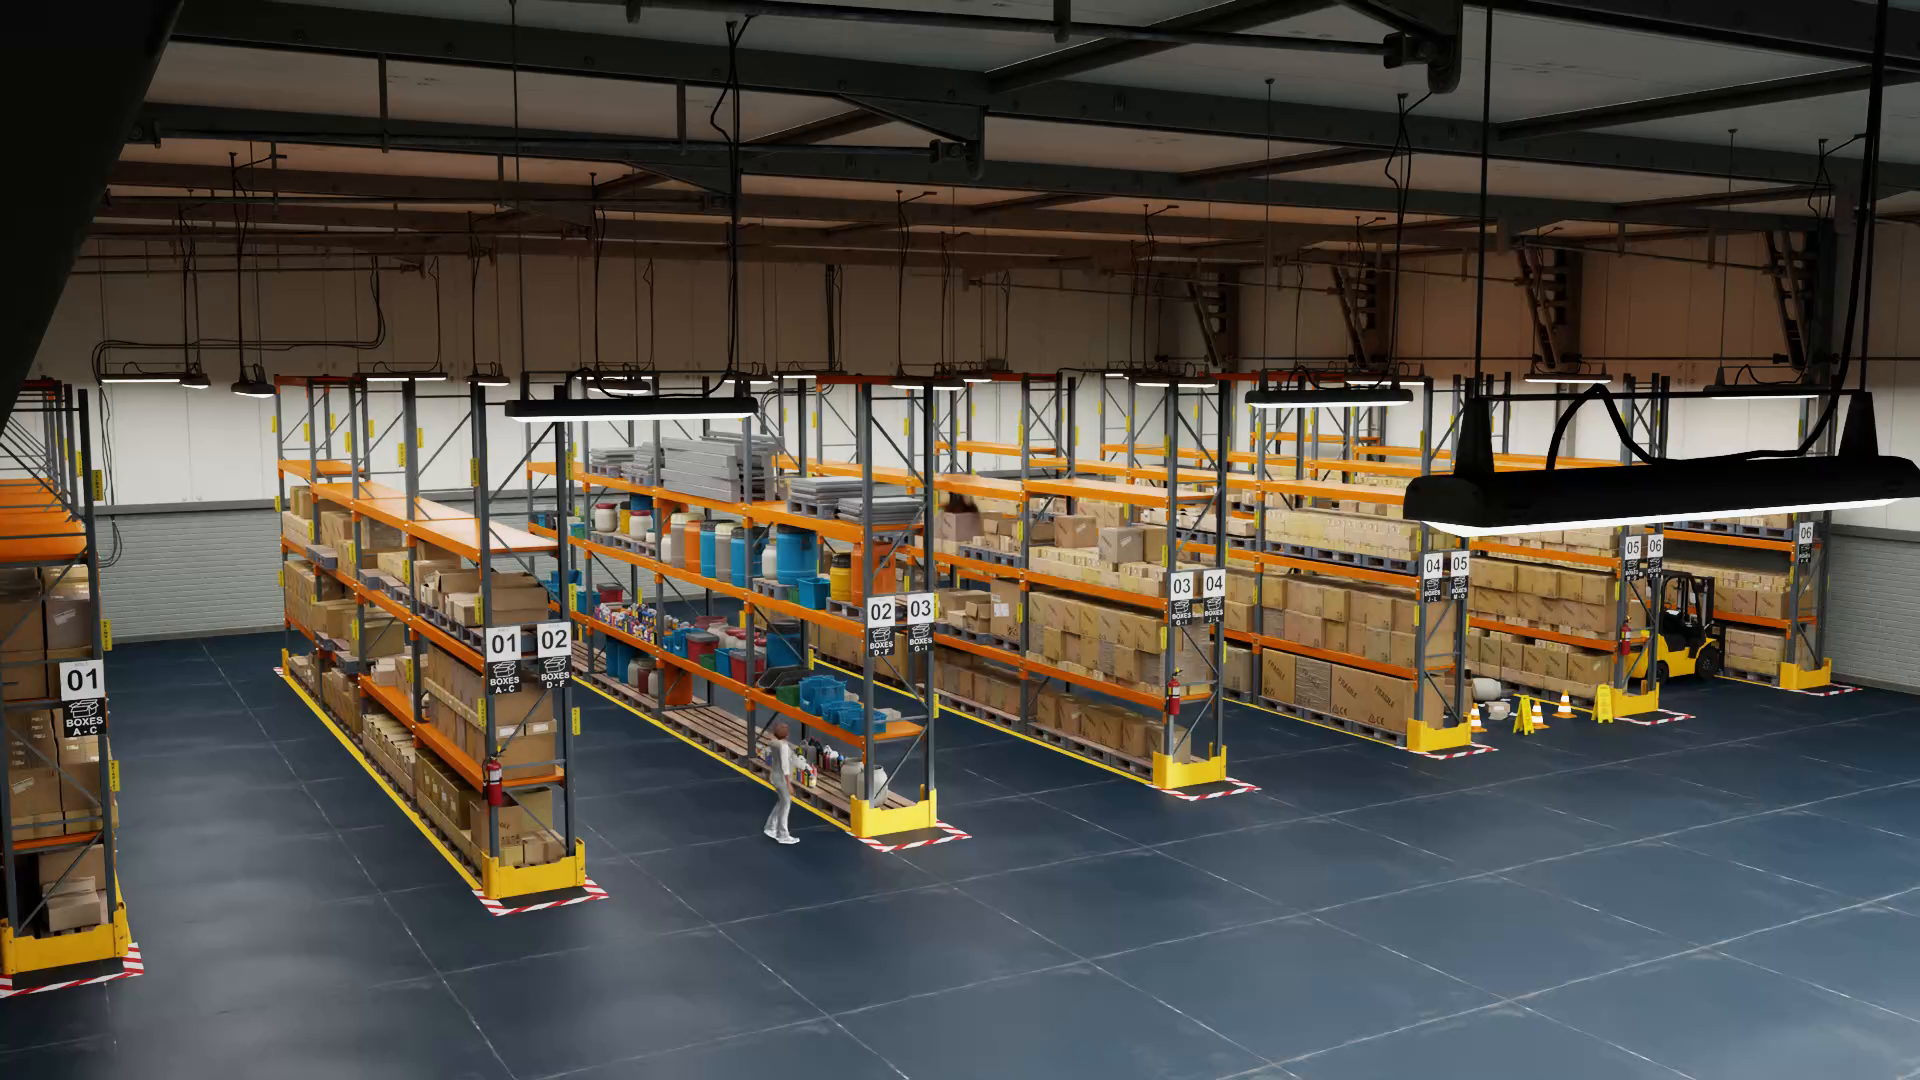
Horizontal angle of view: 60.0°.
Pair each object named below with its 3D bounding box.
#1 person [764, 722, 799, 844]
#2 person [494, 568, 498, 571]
[{"bbox_3d":[-2.333,3.174,21.744,0.401,1.617,0.486,-3,7,-22],"label":"person"},{"bbox_3d":[-10.289,1.456,37.085,0.492,1.675,0.496,-2,7,-21],"label":"person"}]
